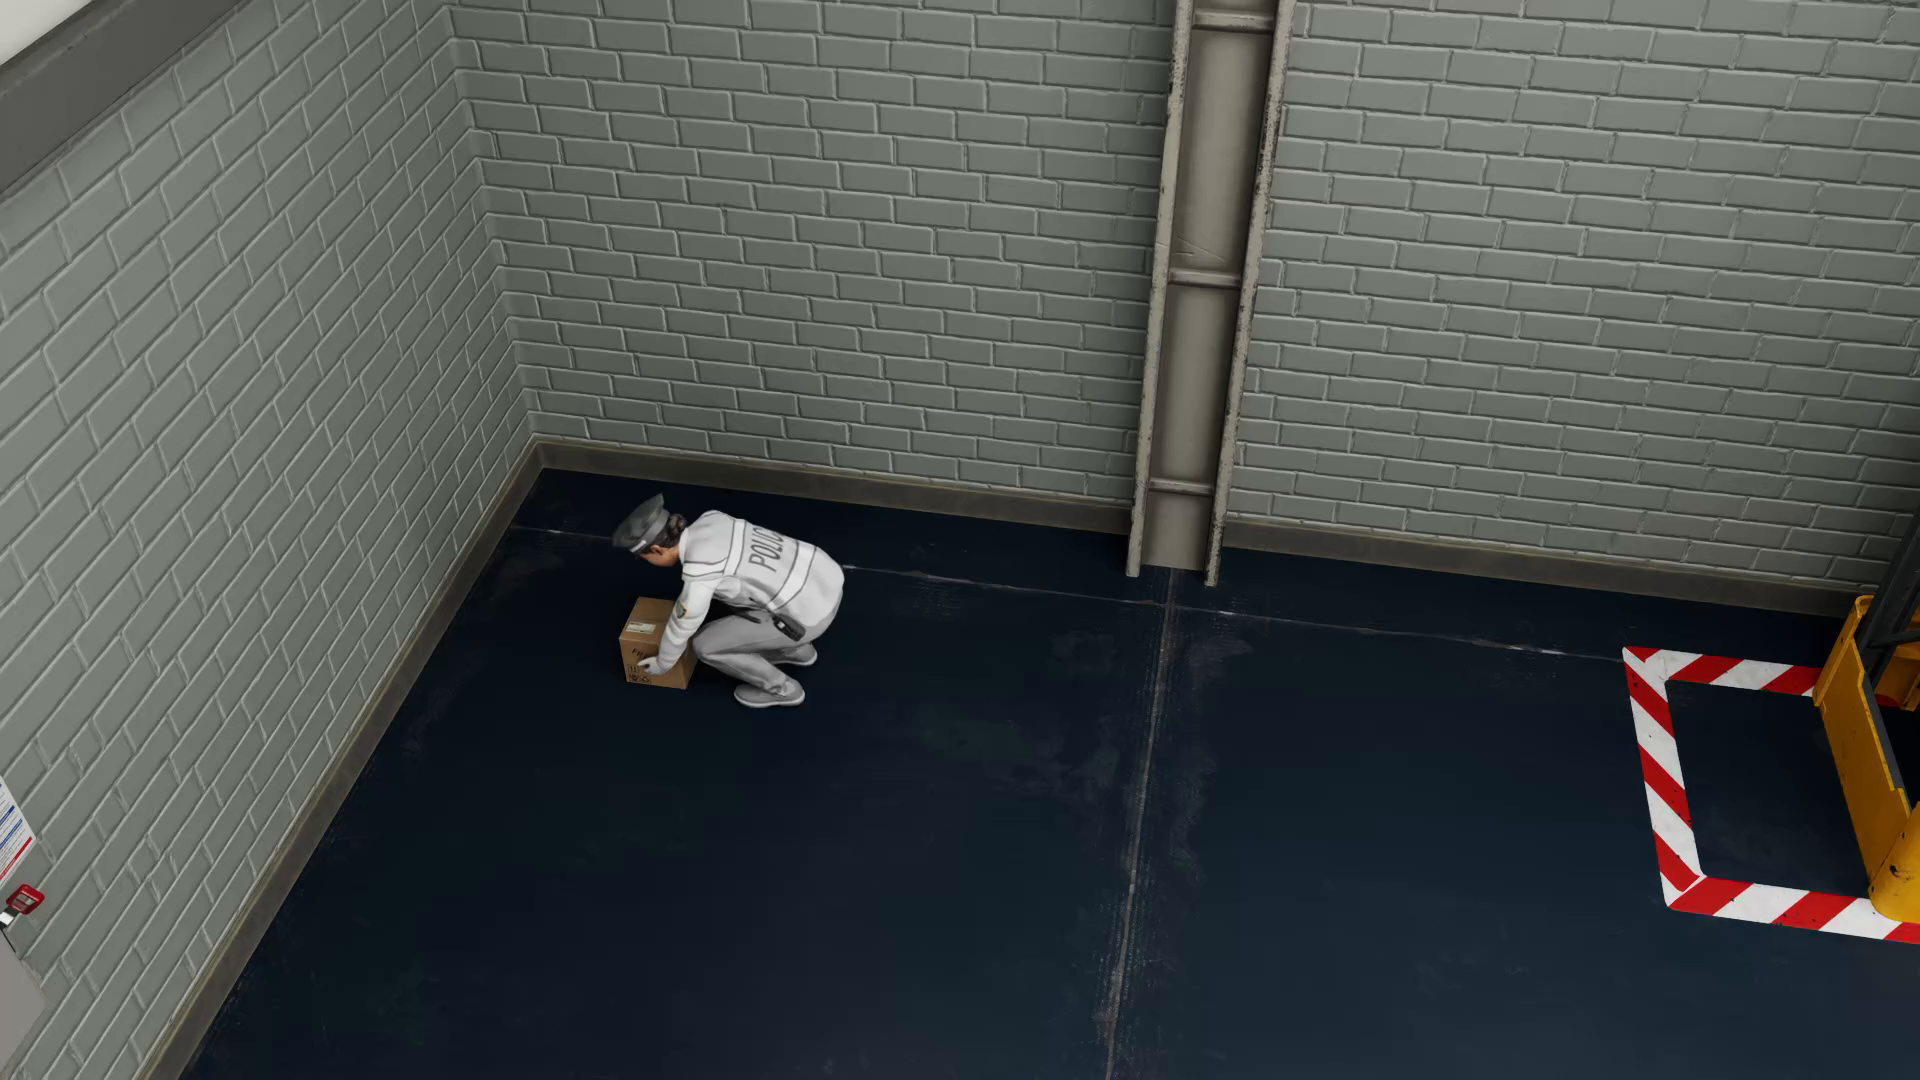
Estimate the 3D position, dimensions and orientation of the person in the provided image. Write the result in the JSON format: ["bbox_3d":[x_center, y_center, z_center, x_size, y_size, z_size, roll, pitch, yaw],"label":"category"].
[{"bbox_3d":[-0.888,0.219,6.484,0.854,0.913,0.489,7,41,8],"label":"person"}]
